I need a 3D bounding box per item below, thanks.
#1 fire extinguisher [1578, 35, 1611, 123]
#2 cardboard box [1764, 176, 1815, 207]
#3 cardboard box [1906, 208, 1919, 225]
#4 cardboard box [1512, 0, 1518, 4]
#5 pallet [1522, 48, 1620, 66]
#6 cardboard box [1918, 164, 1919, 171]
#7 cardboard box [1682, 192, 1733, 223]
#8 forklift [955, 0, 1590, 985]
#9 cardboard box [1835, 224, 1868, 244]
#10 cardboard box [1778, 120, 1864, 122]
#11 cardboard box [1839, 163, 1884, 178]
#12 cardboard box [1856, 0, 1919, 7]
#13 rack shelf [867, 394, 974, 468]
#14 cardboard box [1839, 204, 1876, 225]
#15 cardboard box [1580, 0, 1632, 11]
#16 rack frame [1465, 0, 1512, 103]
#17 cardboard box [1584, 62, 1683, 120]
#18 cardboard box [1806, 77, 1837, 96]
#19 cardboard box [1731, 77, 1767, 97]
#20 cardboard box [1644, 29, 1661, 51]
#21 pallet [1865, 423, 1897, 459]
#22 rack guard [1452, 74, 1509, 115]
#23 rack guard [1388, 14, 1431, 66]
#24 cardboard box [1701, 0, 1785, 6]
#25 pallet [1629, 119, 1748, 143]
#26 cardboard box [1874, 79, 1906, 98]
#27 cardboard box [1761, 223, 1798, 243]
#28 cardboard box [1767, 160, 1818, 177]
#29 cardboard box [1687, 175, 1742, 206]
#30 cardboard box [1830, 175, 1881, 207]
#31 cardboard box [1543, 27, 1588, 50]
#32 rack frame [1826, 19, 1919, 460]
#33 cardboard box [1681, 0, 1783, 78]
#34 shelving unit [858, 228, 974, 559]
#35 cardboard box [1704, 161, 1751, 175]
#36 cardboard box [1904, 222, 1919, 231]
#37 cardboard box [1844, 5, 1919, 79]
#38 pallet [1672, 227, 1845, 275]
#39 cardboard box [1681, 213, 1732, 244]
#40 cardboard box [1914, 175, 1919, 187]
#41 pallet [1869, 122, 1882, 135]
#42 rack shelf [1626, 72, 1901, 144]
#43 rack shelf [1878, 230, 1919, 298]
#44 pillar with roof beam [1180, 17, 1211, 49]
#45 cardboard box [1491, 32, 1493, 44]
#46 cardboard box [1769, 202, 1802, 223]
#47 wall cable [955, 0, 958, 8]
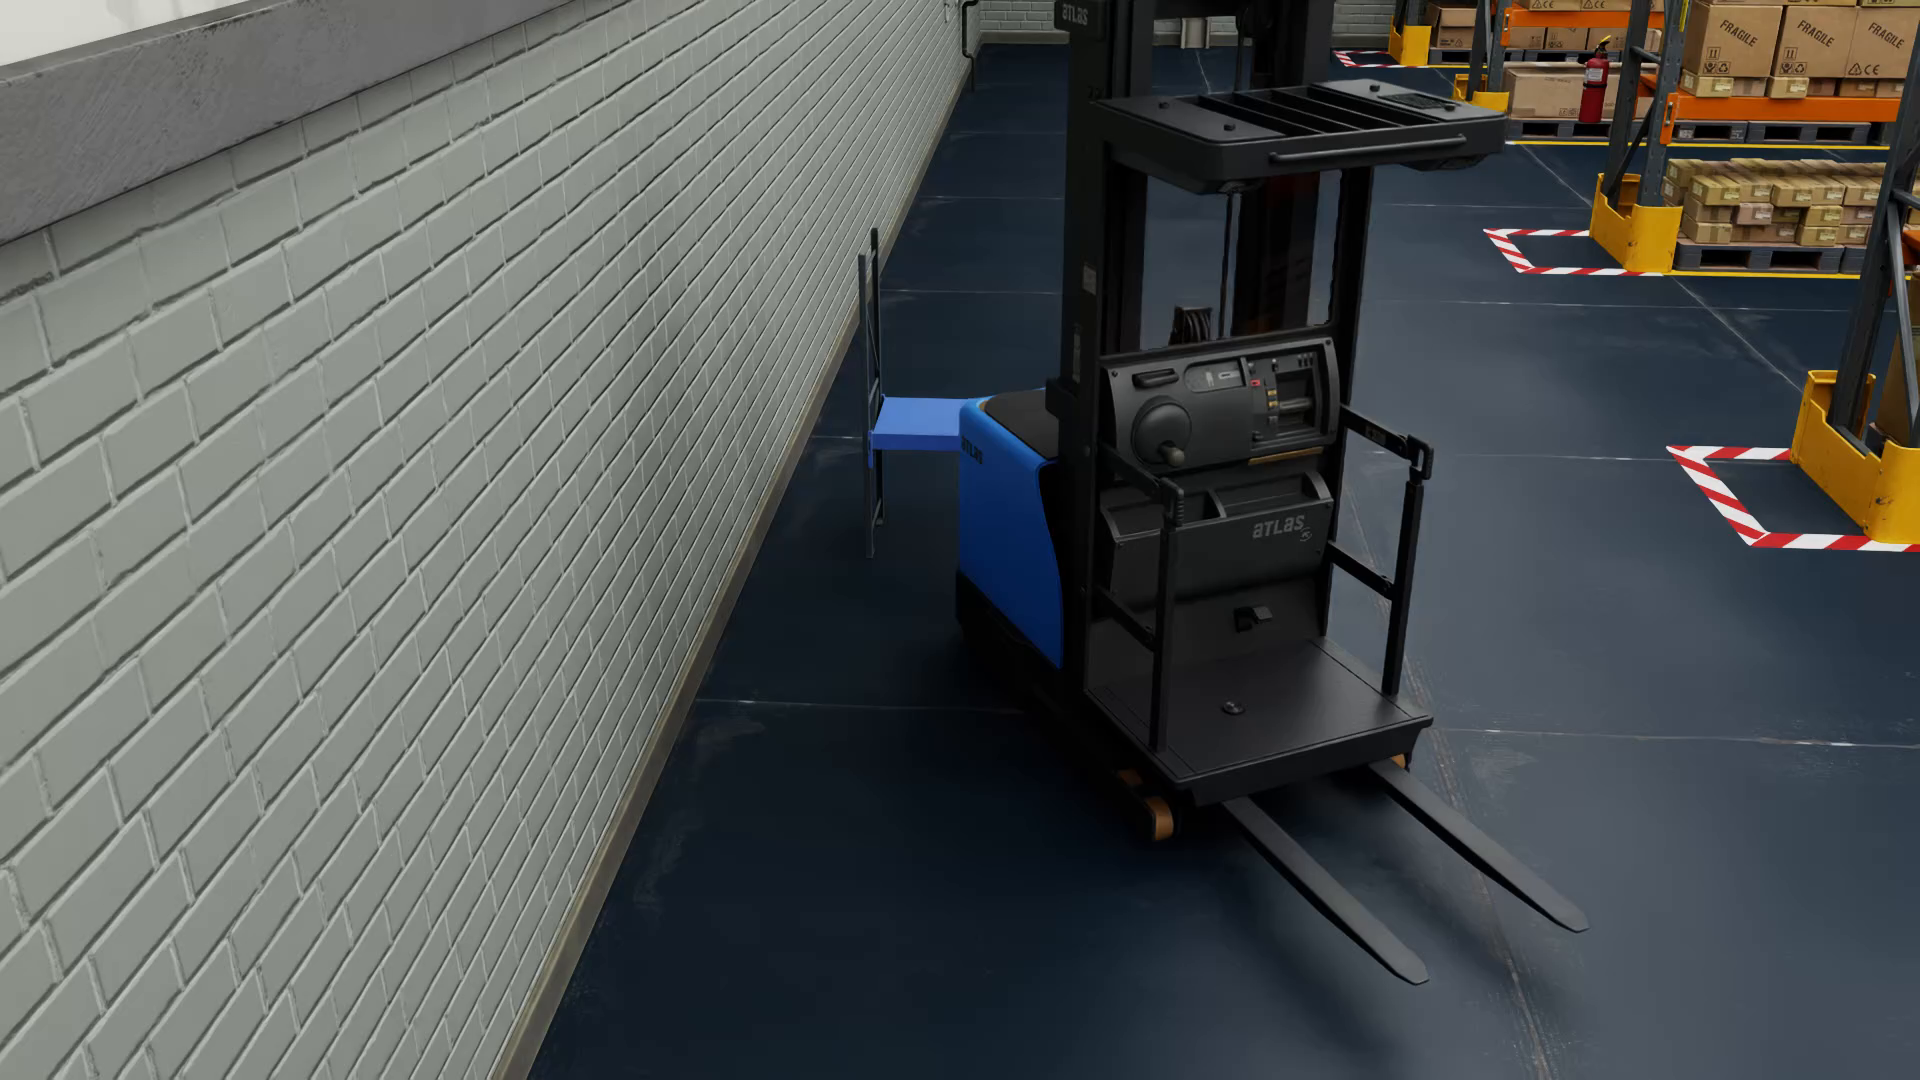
[{"bbox_3d":[5.019,-3.645,13.121,0.183,0.674,0.296,2,25,4],"label":"fire extinguisher"},{"bbox_3d":[6.257,-2.636,12.587,0.250,0.149,0.380,2,25,4],"label":"cardboard box"},{"bbox_3d":[7.319,-2.526,12.703,0.250,0.149,0.380,3,25,6],"label":"cardboard box"},{"bbox_3d":[6.014,-5.855,17.267,0.500,0.500,0.500,2,25,4],"label":"cardboard box"},{"bbox_3d":[7.973,-6.449,22.014,1.213,0.211,1.003,2,25,4],"label":"pallet"},{"bbox_3d":[7.582,-2.820,12.987,0.250,0.149,0.380,1,25,2],"label":"cardboard box"},{"bbox_3d":[5.738,-2.556,12.768,0.250,0.149,0.380,3,25,6],"label":"cardboard box"},{"bbox_3d":[1.033,-0.460,5.743,1.130,2.935,3.031,-10,27,-21],"label":"forklift"},{"bbox_3d":[6.756,-2.393,12.769,0.250,0.149,0.380,2,25,4],"label":"cardboard box"},{"bbox_3d":[8.884,-4.679,17.392,0.875,0.438,0.875,1,25,3],"label":"cardboard box"},{"bbox_3d":[7.076,-2.841,13.033,0.250,0.149,0.380,1,25,2],"label":"cardboard box"},{"bbox_3d":[6.683,-4.119,11.942,0.500,0.500,0.500,1,25,3],"label":"cardboard box"},{"bbox_3d":[0.085,-0.515,8.006,1.000,0.185,0.538,2,25,4],"label":"rack shelf"},{"bbox_3d":[6.777,-2.530,12.713,0.250,0.149,0.380,1,25,1],"label":"cardboard box"},{"bbox_3d":[6.476,-5.621,16.757,0.500,0.500,0.500,1,25,3],"label":"cardboard box"},{"bbox_3d":[5.513,-5.715,17.082,0.127,3.000,1.000,2,25,4],"label":"rack frame"},{"bbox_3d":[7.092,-4.737,17.518,0.875,0.438,0.875,2,25,5],"label":"cardboard box"},{"bbox_3d":[6.323,-3.415,12.383,0.250,0.149,0.380,3,25,6],"label":"cardboard box"},{"bbox_3d":[5.790,-3.397,12.344,0.250,0.149,0.380,3,25,6],"label":"cardboard box"},{"bbox_3d":[8.944,-6.512,21.581,0.258,0.266,0.396,3,25,6],"label":"cardboard box"},{"bbox_3d":[5.558,-0.325,8.704,1.213,0.211,1.003,2,25,4],"label":"pallet"},{"bbox_3d":[5.489,-4.580,17.606,0.348,0.500,1.175,2,25,4],"label":"rack guard"},{"bbox_3d":[5.965,-6.646,22.095,0.348,0.500,1.175,2,25,4],"label":"rack guard"},{"bbox_3d":[5.662,-4.158,12.027,0.500,0.500,0.500,2,25,4],"label":"cardboard box"},{"bbox_3d":[7.530,-4.415,17.593,1.213,0.211,1.003,2,25,4],"label":"pallet"},{"bbox_3d":[6.835,-3.376,12.299,0.250,0.149,0.380,1,25,3],"label":"cardboard box"},{"bbox_3d":[6.248,-2.415,12.818,0.250,0.149,0.380,2,25,5],"label":"cardboard box"},{"bbox_3d":[6.550,-2.881,13.120,0.250,0.149,0.380,1,25,2],"label":"cardboard box"},{"bbox_3d":[5.731,-2.656,12.631,0.250,0.149,0.380,1,25,2],"label":"cardboard box"},{"bbox_3d":[6.786,-2.650,12.617,0.250,0.149,0.380,3,25,6],"label":"cardboard box"},{"bbox_3d":[7.861,-6.678,21.662,0.500,0.500,0.500,2,25,5],"label":"cardboard box"},{"bbox_3d":[4.755,-1.585,8.106,0.127,3.000,1.000,2,25,4],"label":"rack frame"},{"bbox_3d":[5.662,-3.700,12.227,0.500,0.500,0.500,3,25,6],"label":"cardboard box"},{"bbox_3d":[0.085,-0.679,7.931,1.048,1.500,0.538,2,25,4],"label":"shelving unit"},{"bbox_3d":[6.028,-2.871,13.098,0.250,0.149,0.380,2,25,5],"label":"cardboard box"},{"bbox_3d":[7.276,-2.350,12.677,0.250,0.149,0.380,2,25,4],"label":"cardboard box"},{"bbox_3d":[6.685,-3.672,12.167,0.500,0.500,0.500,2,25,5],"label":"cardboard box"},{"bbox_3d":[6.118,-2.339,13.080,1.213,0.211,1.003,2,25,4],"label":"pallet"},{"bbox_3d":[5.733,-2.394,12.773,0.250,0.149,0.380,2,25,5],"label":"cardboard box"},{"bbox_3d":[7.303,-2.654,12.626,0.250,0.149,0.380,2,25,4],"label":"cardboard box"},{"bbox_3d":[10.277,-4.327,17.401,1.213,0.211,1.003,2,25,4],"label":"pallet"},{"bbox_3d":[7.229,-3.258,12.602,4.000,0.370,1.077,2,25,4],"label":"rack shelf"},{"bbox_3d":[6.749,-1.194,8.117,4.000,0.370,1.077,2,25,4],"label":"rack shelf"},{"bbox_3d":[2.941,-9.177,17.429,0.400,9.000,9.100,2,25,4],"label":"pillar with roof beam"},{"bbox_3d":[6.913,-6.591,21.893,0.250,0.149,0.380,1,25,2],"label":"cardboard box"},{"bbox_3d":[6.257,-2.553,12.761,0.250,0.149,0.380,2,25,5],"label":"cardboard box"},{"bbox_3d":[-0.014,-6.939,18.526,0.122,1.984,0.588,2,25,4],"label":"wall cable"}]
